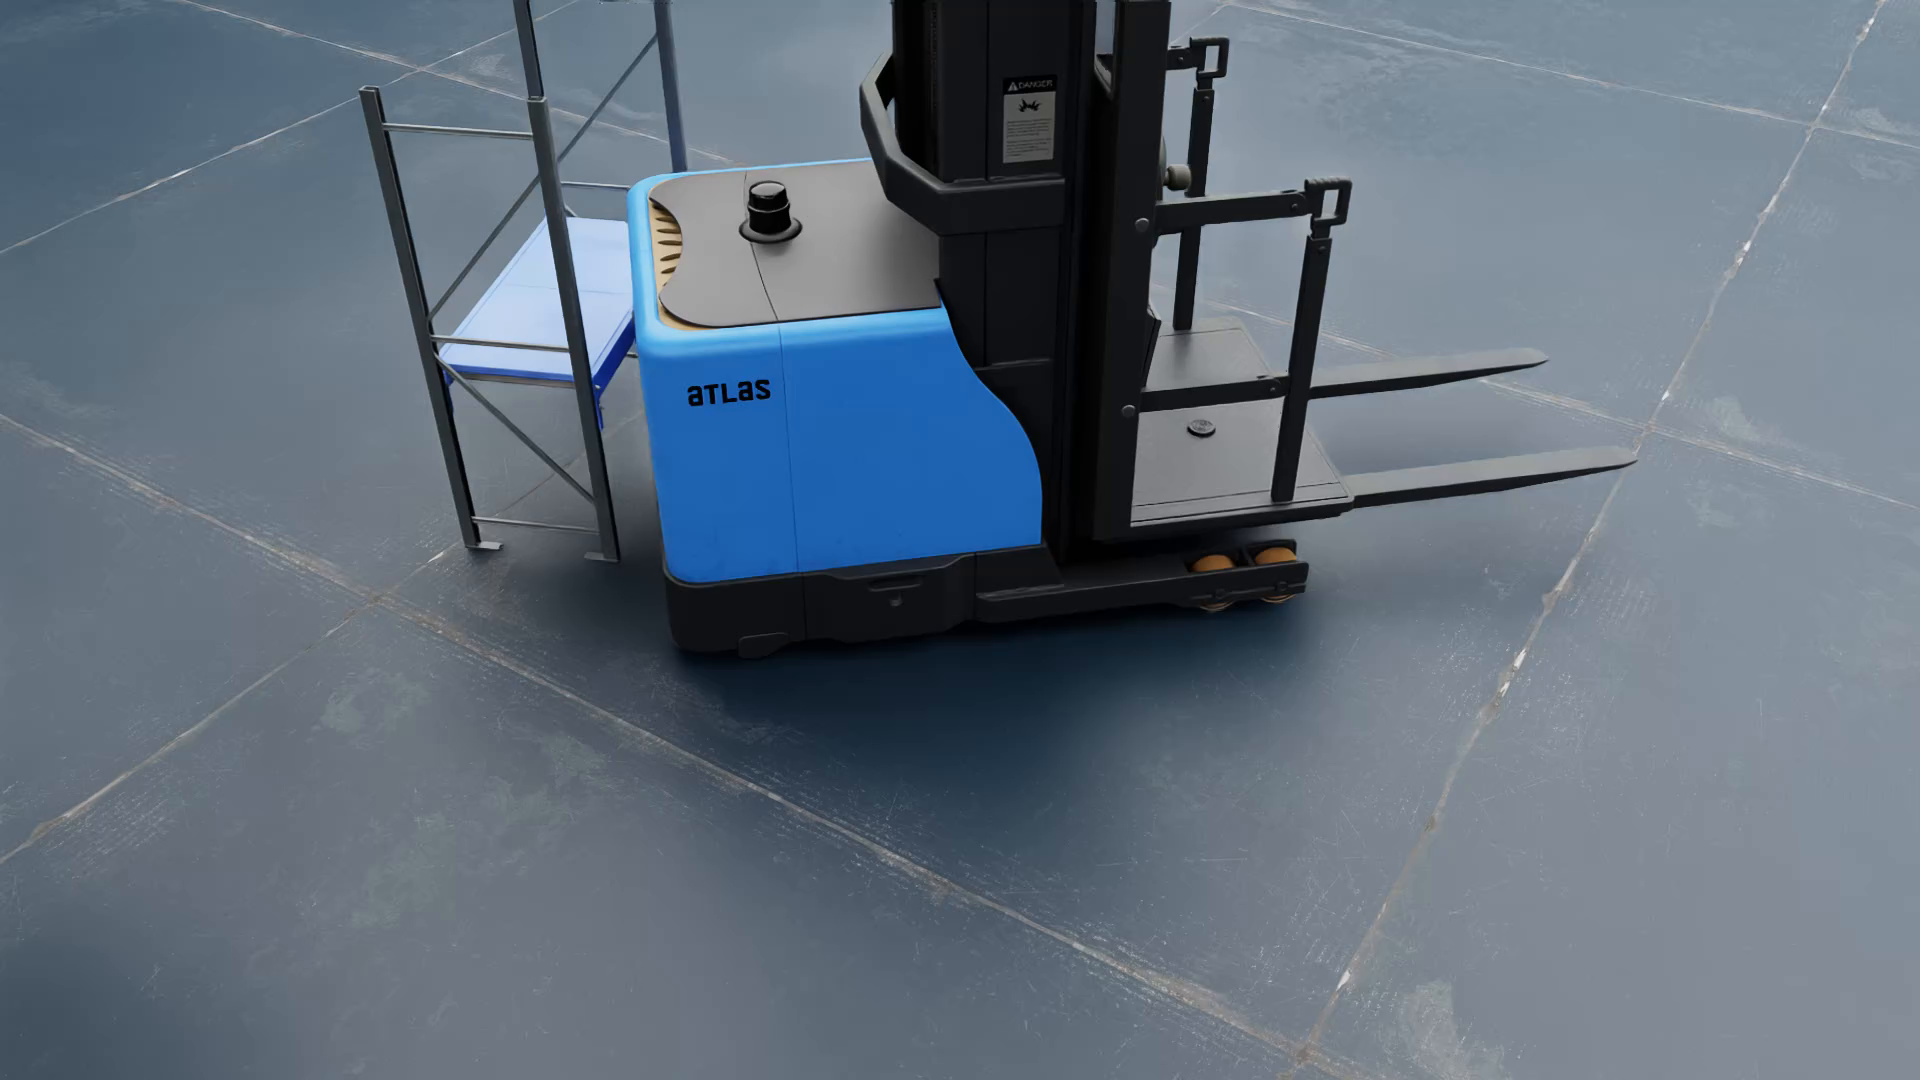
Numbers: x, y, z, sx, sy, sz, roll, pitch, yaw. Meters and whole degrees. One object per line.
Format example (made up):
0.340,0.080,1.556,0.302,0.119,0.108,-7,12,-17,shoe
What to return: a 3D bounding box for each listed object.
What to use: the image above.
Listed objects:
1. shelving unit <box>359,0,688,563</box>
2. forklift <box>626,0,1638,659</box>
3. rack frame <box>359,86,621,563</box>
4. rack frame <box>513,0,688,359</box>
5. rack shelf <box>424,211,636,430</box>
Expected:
-1.224,-0.861,5.138,0.538,1.500,1.048,6,38,7,shelving unit
0.579,-1.262,4.486,3.031,2.935,1.130,-7,38,-9,forklift
-1.306,-0.555,4.740,0.500,1.500,0.032,6,38,7,rack frame
-1.142,-1.168,5.535,0.500,1.500,0.032,6,38,7,rack frame
-1.224,-0.719,5.248,0.538,0.185,1.000,6,38,7,rack shelf
